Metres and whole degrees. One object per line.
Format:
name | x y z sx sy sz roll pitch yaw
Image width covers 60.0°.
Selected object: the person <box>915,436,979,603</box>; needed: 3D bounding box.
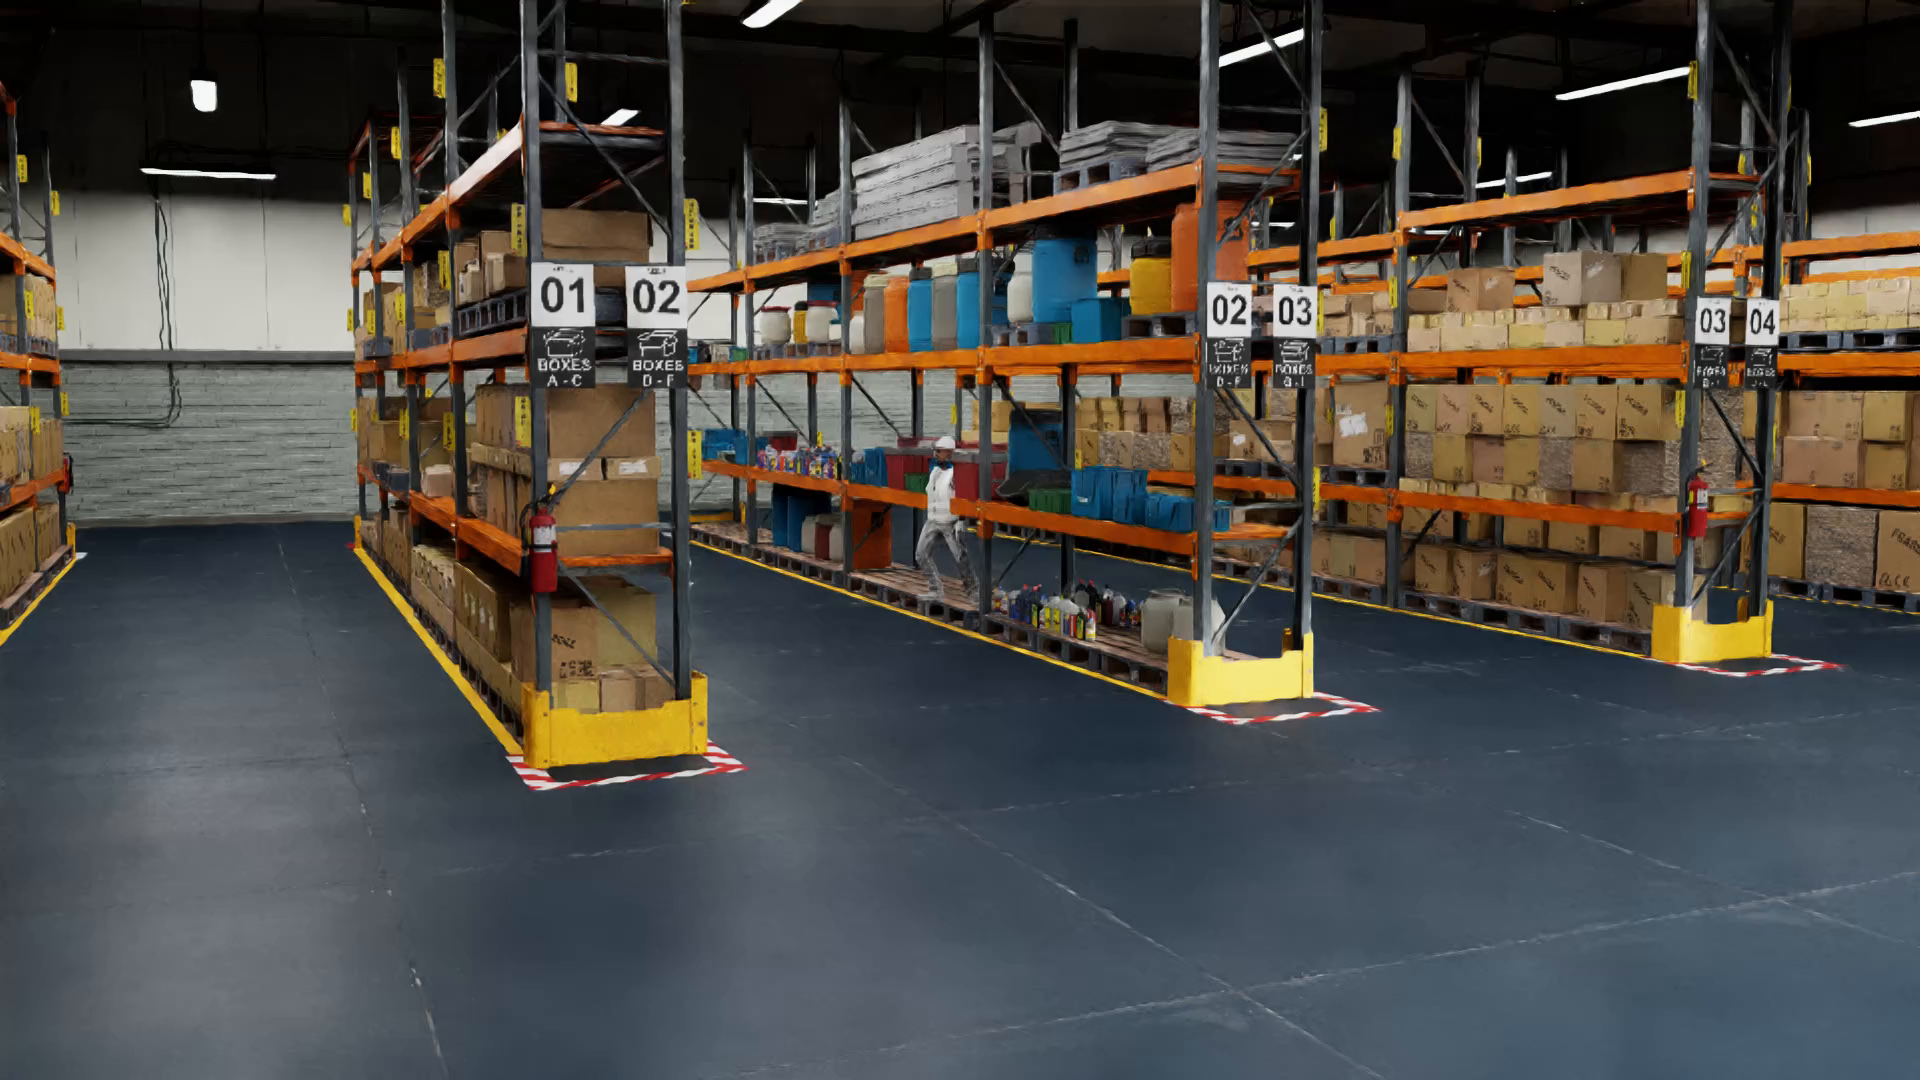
person | -0.125 -0.211 17.202 0.603 1.719 0.702 -4 7 -40
